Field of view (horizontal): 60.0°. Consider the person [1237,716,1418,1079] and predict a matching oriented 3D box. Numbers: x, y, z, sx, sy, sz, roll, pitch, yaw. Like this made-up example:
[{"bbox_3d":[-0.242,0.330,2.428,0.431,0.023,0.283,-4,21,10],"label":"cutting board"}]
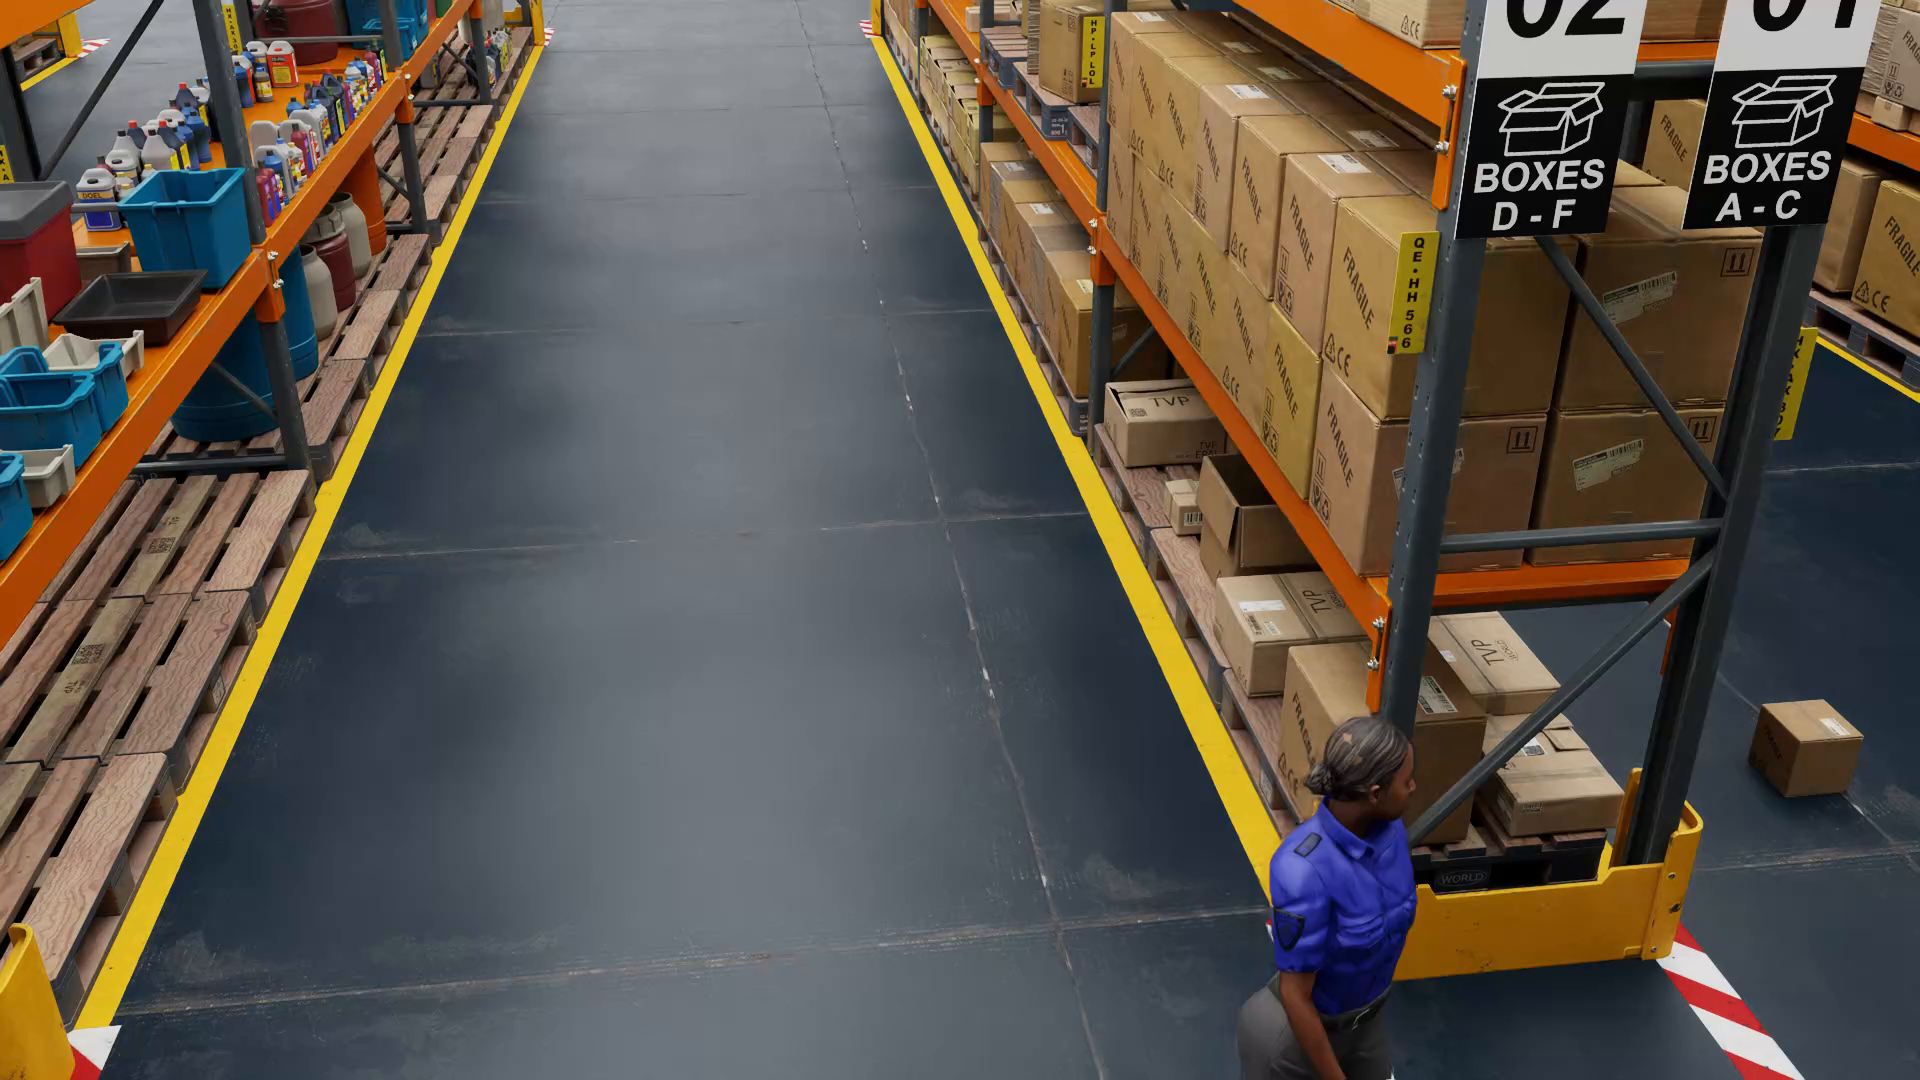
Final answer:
[{"bbox_3d":[0.887,1.172,3.854,0.478,1.663,0.571,-20,34,-34],"label":"person"}]
